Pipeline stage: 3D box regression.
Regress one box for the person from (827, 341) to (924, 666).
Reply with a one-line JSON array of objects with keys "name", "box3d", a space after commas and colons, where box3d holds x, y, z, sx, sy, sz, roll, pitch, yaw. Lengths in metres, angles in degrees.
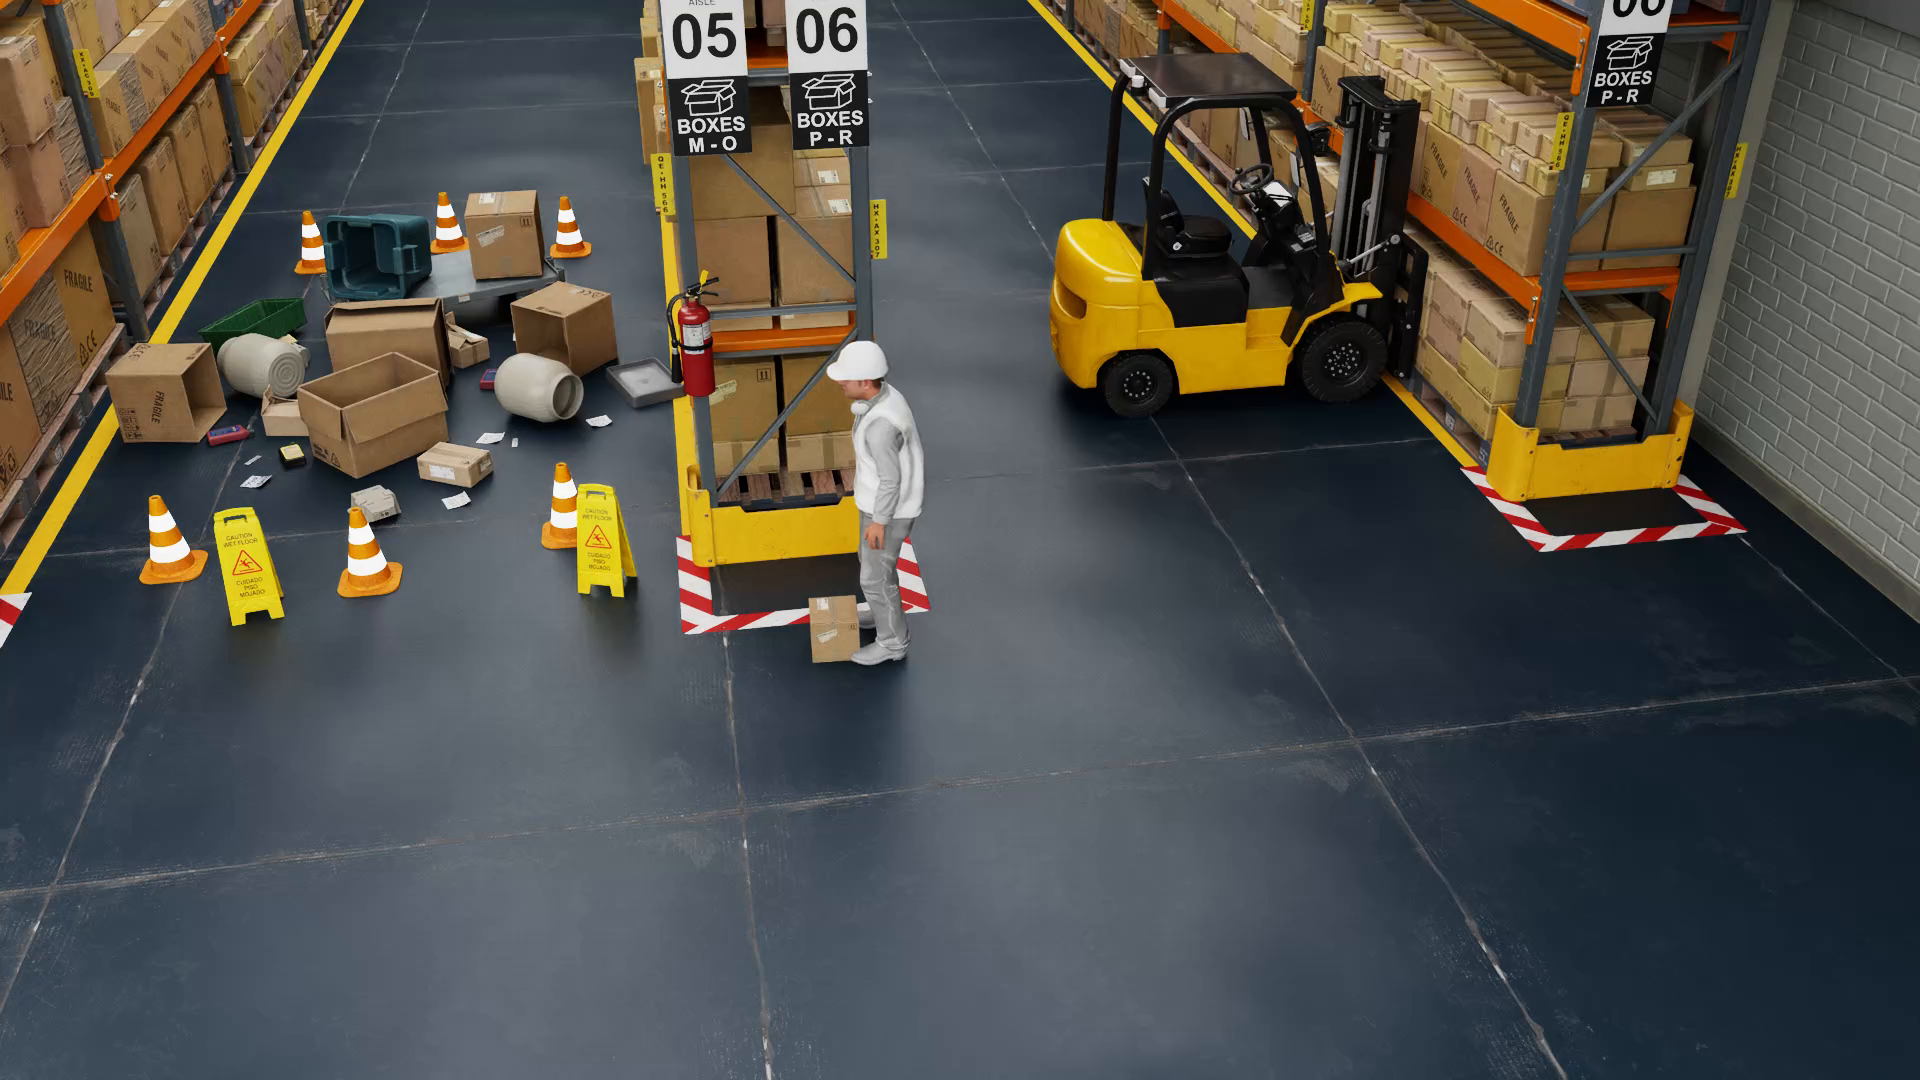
[{"name": "person", "box3d": [-0.415, -0.199, 8.453, 0.466, 1.768, 0.585, -3, 31, -5]}]
